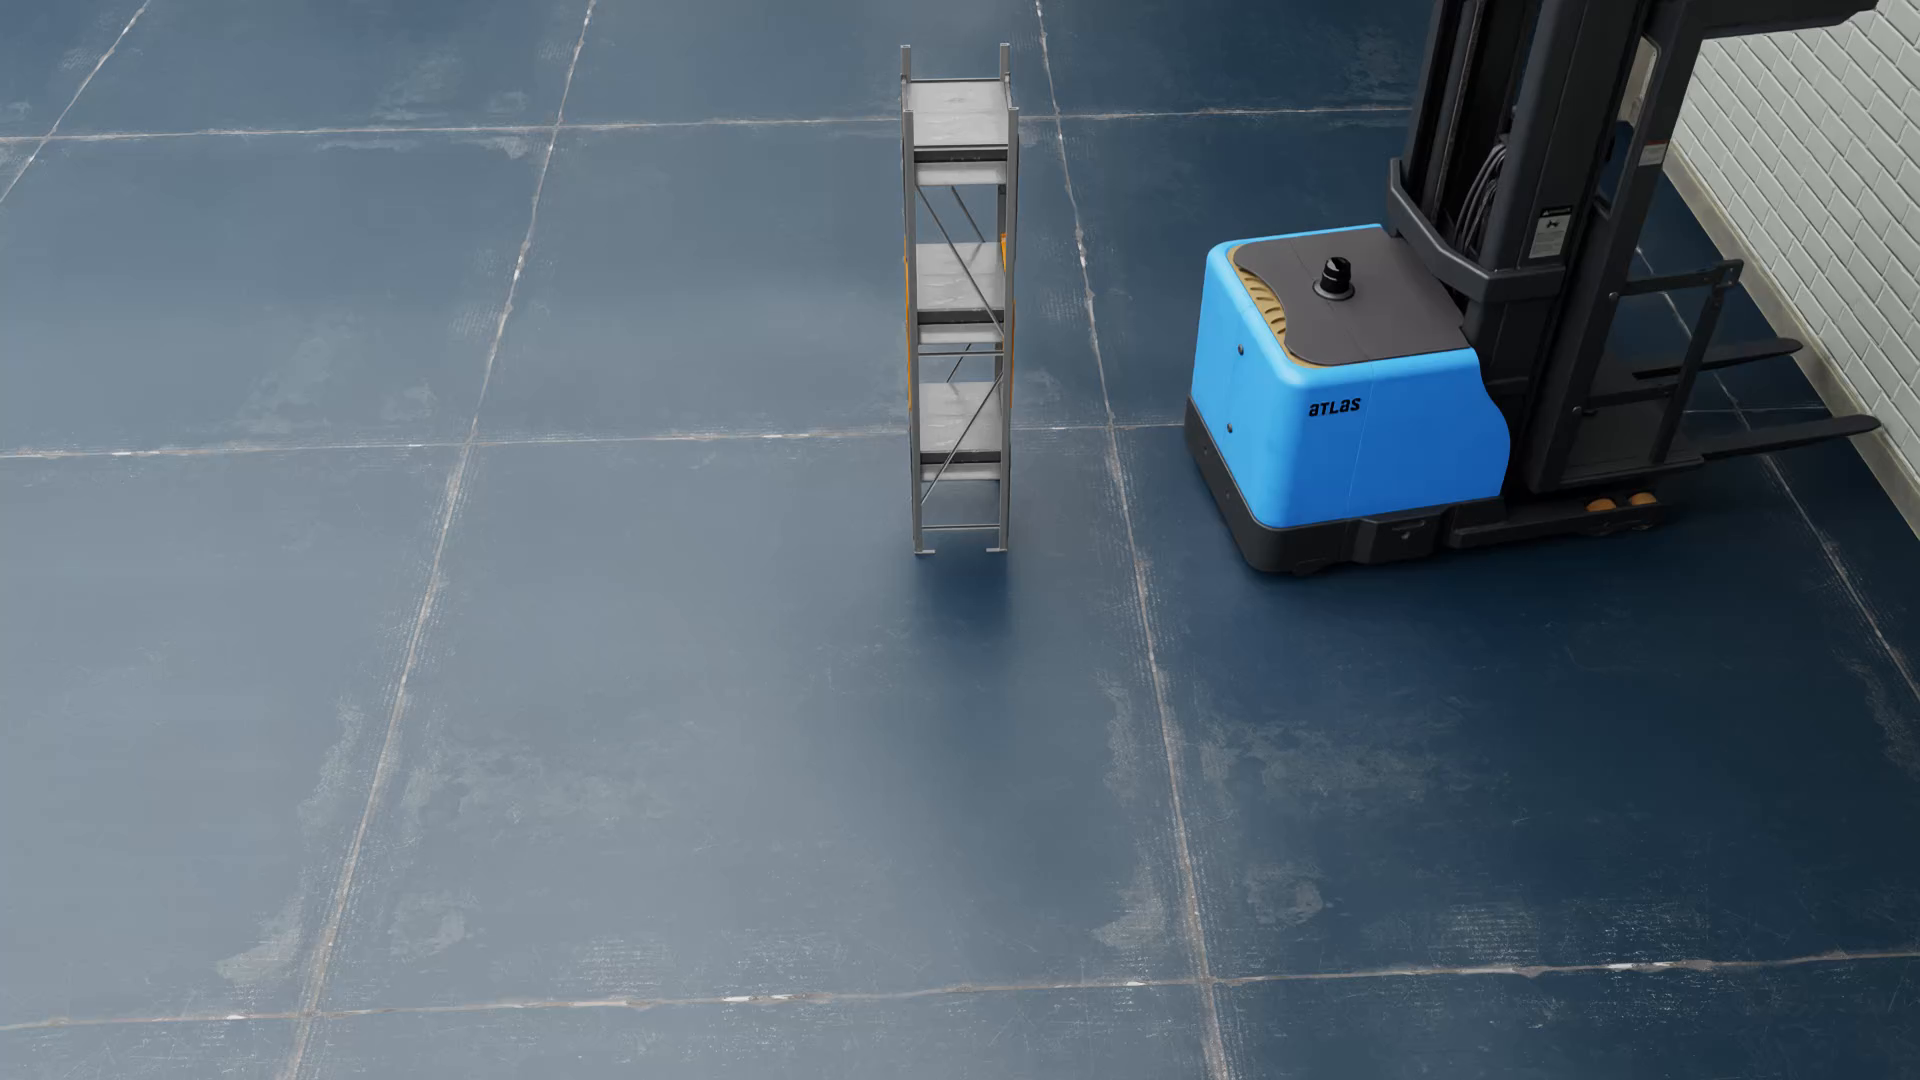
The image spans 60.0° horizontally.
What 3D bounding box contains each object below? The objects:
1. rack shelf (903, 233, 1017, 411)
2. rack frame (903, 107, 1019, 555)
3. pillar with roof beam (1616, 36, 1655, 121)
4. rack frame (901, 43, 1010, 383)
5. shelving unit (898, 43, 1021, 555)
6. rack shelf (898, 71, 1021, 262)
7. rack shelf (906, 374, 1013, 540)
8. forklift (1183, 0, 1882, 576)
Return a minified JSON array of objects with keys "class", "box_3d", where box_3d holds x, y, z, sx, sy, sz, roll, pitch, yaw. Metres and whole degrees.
[{"class":"rack shelf","box_3d":[-0.007,-0.876,6.672,0.431,0.518,0.480,-2,43,-2]},{"class":"rack frame","box_3d":[0.003,-0.721,6.483,0.400,2.100,0.015,-2,43,-2]},{"class":"pillar with roof beam","box_3d":[-0.404,-5.848,6.971,9.100,9.000,0.400,-2,43,-2]},{"class":"rack frame","box_3d":[-0.017,-1.051,6.842,0.400,2.100,0.015,-2,43,-2]},{"class":"shelving unit","box_3d":[-0.007,-0.886,6.662,0.431,2.100,0.503,-2,43,-2]},{"class":"rack shelf","box_3d":[-0.007,-1.392,6.199,0.431,0.518,0.480,-2,43,-2]},{"class":"rack shelf","box_3d":[-0.007,-0.360,7.145,0.431,0.518,0.480,-2,43,-2]},{"class":"forklift","box_3d":[2.602,-1.439,6.651,3.031,2.935,1.130,-8,43,-9]}]
